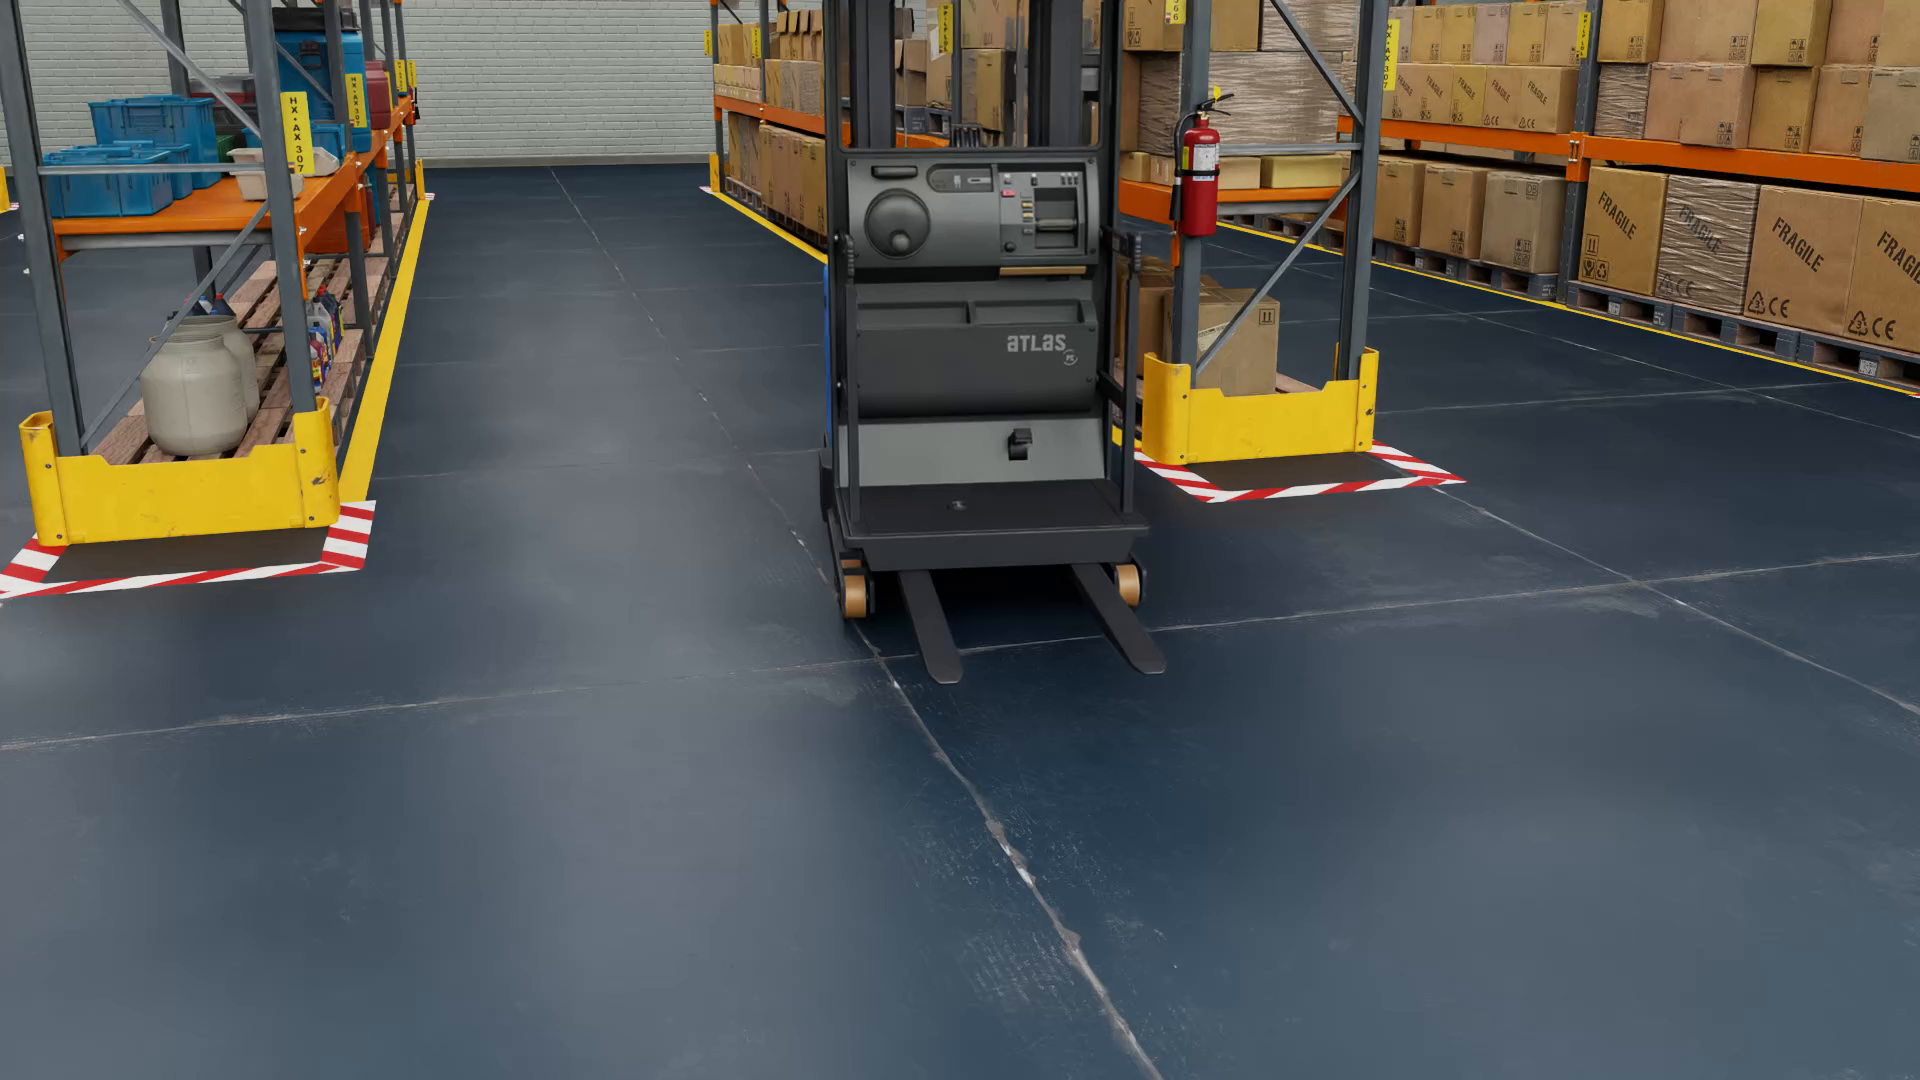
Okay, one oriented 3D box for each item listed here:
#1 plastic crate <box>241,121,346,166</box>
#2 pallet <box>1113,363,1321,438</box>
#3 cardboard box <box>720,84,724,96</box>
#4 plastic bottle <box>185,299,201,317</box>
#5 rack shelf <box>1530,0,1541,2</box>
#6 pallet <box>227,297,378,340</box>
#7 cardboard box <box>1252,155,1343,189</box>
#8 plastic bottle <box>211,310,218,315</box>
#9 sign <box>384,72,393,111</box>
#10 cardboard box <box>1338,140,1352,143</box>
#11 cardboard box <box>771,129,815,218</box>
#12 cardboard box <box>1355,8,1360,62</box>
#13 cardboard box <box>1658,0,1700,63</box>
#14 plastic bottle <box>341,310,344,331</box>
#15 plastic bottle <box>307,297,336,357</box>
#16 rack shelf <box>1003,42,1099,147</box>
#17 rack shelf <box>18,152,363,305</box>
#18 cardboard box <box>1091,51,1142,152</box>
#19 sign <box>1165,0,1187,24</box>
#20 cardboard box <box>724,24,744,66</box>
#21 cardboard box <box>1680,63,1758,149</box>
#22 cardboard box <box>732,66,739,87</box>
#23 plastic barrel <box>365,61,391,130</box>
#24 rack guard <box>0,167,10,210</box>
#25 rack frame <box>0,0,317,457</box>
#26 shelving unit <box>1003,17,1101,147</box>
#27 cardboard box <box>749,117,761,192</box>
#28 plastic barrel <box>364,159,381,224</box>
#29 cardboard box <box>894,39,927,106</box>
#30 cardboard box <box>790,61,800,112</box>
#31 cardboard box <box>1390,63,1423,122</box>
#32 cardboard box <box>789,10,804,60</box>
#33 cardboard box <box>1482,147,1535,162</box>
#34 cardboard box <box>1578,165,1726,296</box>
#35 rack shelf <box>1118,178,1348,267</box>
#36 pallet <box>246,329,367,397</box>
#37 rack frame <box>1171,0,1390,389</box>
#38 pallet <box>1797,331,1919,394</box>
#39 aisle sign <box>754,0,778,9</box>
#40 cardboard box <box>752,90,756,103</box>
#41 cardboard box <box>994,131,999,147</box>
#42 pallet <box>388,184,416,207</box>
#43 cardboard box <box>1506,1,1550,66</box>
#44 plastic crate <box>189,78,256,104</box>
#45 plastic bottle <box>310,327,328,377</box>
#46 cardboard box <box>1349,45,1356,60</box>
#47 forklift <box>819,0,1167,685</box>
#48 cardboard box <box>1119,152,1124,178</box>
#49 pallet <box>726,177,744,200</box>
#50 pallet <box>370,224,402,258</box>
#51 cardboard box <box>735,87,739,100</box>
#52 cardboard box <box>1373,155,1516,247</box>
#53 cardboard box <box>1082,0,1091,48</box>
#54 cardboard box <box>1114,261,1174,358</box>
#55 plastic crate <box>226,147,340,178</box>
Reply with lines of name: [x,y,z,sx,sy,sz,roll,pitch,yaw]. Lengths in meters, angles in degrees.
plastic crate: [-3.762,-2.232,9.429,0.499,0.251,0.616,-5,17,-15]
pallet: [1.324,-0.787,9.204,1.003,0.211,1.213,-5,17,-15]
cardboard box: [-2.940,-5.913,21.859,0.380,0.149,0.250,-5,17,-17]
plastic bottle: [-4.452,-1.222,9.646,0.144,0.351,0.185,-5,18,-18]
rack shelf: [8.315,-6.515,19.464,1.077,0.370,4.000,-5,17,-15]
pallet: [-4.580,-1.467,11.469,1.003,0.211,1.213,-5,17,-15]
cardboard box: [1.685,-1.851,8.336,0.380,0.149,0.250,-5,17,-15]
plastic bottle: [-4.348,-1.206,9.730,0.097,0.271,0.097,0,17,0]
sign: [-4.899,-3.818,14.166,0.100,0.325,0.005,-5,17,-15]
cardboard box: [4.036,-4.164,17.911,0.500,0.250,0.500,-5,17,-16]
cardboard box: [-1.322,-3.954,17.864,1.225,0.875,0.875,-5,18,-17]
cardboard box: [4.246,-4.852,15.980,0.700,0.500,0.500,-5,17,-16]
cardboard box: [5.563,-3.685,11.869,0.875,0.550,0.550,-5,17,-15]
plastic bottle: [-3.928,-1.383,10.442,0.097,0.201,0.097,0,17,0]
plastic bottle: [-3.732,-1.233,9.681,0.144,0.351,0.185,-5,17,-16]
rack shelf: [0.432,-2.005,7.593,0.431,0.518,0.480,-1,17,-4]
rack shelf: [-3.777,-1.691,8.617,1.077,0.370,4.000,-5,17,-15]
cardboard box: [1.157,-2.347,8.860,0.875,0.500,0.500,-5,17,-15]
sign: [0.995,-2.541,7.635,0.100,0.325,0.005,-5,17,-15]
cardboard box: [-2.705,-6.294,21.131,0.500,0.500,0.500,-5,17,-17]
cardboard box: [5.553,-3.006,11.484,0.875,0.550,0.550,-5,17,-15]
cardboard box: [-2.558,-5.789,20.755,0.500,0.250,0.500,-5,17,-16]
plastic barrel: [-5.008,-3.656,13.671,0.600,0.536,0.708,-5,17,-15]
rack guard: [-12.368,-4.299,20.394,1.175,0.500,0.348,-5,17,-15]
rack frame: [-3.228,-1.482,6.671,1.000,3.000,0.127,-5,17,-15]
shelving unit: [0.432,-1.348,7.790,0.431,2.100,0.503,-1,17,-4]
cardboard box: [-2.115,-4.814,20.728,0.875,0.875,0.875,-5,17,-15]
plastic barrel: [-6.198,-3.650,16.806,0.600,0.901,0.708,-5,17,-15]
cardboard box: [-0.130,-3.703,13.155,0.797,0.503,0.637,-3,17,-10]
cardboard box: [-1.454,-4.674,17.123,0.500,0.500,0.500,-4,17,-14]
cardboard box: [4.277,-4.073,15.123,0.500,0.500,0.500,-5,17,-15]
cardboard box: [-1.402,-5.354,17.645,0.797,0.503,0.637,-5,17,-15]
cardboard box: [7.696,-5.132,22.548,0.875,0.438,0.875,-5,17,-16]
cardboard box: [5.337,-2.348,12.518,0.875,0.875,0.875,-4,17,-14]
rack shelf: [0.985,-2.082,9.920,1.077,0.370,4.000,-5,17,-15]
pallet: [-4.183,-1.064,10.127,1.003,0.211,1.213,-5,17,-15]
rack frame: [1.534,-1.873,7.975,1.000,3.000,0.127,-5,17,-15]
pallet: [6.036,-1.117,10.304,1.003,0.211,1.213,-5,17,-15]
aisle sign: [-2.594,-7.588,22.480,0.394,0.787,0.004,-5,17,-15]
cardboard box: [-2.233,-5.202,19.493,0.380,0.149,0.250,-4,17,-14]
cardboard box: [0.434,-2.571,10.733,0.380,0.149,0.250,-5,17,-15]
pallet: [-7.436,-4.341,21.037,1.003,0.211,1.213,-5,17,-15]
cardboard box: [4.947,-4.150,13.641,0.700,0.500,0.500,-5,17,-16]
plastic crate: [-4.754,-2.729,10.711,0.402,0.464,0.583,-5,17,-15]
plastic bottle: [-3.548,-1.035,9.160,0.097,0.271,0.097,0,17,0]
cardboard box: [4.191,-4.961,16.925,0.380,0.149,0.250,-5,17,-15]
forklift: [0.080,-1.222,5.924,1.130,2.935,3.031,-2,17,-7]
cardboard box: [1.017,-2.020,8.901,0.380,0.149,0.250,-5,17,-15]
pallet: [-2.568,-4.749,22.394,1.003,0.211,1.213,-5,17,-15]
pallet: [-6.015,-2.911,16.276,1.003,0.211,1.213,-5,17,-15]
cardboard box: [-2.585,-5.557,20.674,0.380,0.149,0.250,-4,17,-14]
cardboard box: [4.457,-3.157,15.429,1.050,0.750,0.750,-4,17,-14]
cardboard box: [0.868,-2.952,9.135,0.500,0.500,0.500,-5,17,-15]
cardboard box: [1.028,-1.389,9.977,0.500,0.500,0.500,-3,17,-10]
plastic crate: [-3.637,-2.033,8.964,0.530,0.136,0.437,-5,17,-15]
